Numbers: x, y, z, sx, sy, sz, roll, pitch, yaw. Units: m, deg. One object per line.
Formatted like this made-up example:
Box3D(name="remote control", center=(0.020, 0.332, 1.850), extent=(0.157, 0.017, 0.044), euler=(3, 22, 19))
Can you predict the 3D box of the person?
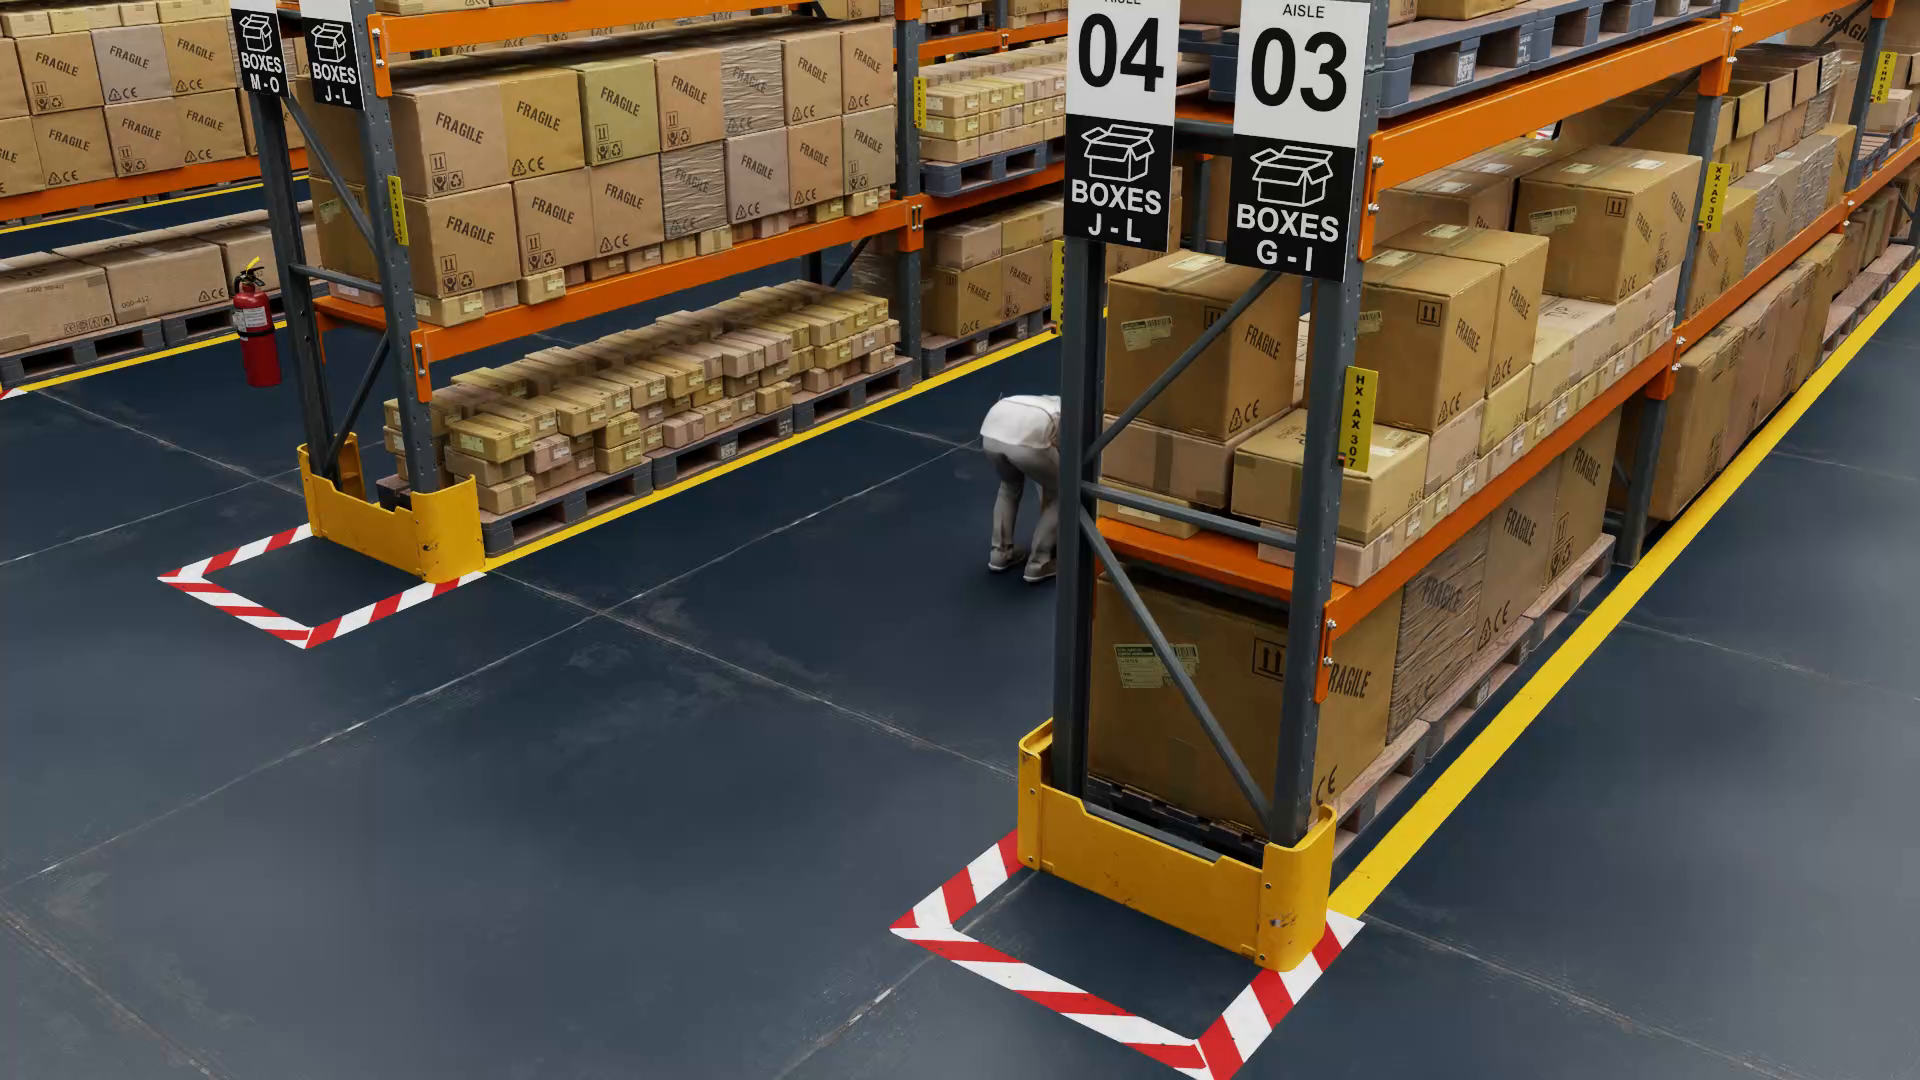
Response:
Box3D(name="person", center=(0.449, -0.344, 8.747), extent=(0.445, 0.972, 0.901), euler=(15, 28, 31))
